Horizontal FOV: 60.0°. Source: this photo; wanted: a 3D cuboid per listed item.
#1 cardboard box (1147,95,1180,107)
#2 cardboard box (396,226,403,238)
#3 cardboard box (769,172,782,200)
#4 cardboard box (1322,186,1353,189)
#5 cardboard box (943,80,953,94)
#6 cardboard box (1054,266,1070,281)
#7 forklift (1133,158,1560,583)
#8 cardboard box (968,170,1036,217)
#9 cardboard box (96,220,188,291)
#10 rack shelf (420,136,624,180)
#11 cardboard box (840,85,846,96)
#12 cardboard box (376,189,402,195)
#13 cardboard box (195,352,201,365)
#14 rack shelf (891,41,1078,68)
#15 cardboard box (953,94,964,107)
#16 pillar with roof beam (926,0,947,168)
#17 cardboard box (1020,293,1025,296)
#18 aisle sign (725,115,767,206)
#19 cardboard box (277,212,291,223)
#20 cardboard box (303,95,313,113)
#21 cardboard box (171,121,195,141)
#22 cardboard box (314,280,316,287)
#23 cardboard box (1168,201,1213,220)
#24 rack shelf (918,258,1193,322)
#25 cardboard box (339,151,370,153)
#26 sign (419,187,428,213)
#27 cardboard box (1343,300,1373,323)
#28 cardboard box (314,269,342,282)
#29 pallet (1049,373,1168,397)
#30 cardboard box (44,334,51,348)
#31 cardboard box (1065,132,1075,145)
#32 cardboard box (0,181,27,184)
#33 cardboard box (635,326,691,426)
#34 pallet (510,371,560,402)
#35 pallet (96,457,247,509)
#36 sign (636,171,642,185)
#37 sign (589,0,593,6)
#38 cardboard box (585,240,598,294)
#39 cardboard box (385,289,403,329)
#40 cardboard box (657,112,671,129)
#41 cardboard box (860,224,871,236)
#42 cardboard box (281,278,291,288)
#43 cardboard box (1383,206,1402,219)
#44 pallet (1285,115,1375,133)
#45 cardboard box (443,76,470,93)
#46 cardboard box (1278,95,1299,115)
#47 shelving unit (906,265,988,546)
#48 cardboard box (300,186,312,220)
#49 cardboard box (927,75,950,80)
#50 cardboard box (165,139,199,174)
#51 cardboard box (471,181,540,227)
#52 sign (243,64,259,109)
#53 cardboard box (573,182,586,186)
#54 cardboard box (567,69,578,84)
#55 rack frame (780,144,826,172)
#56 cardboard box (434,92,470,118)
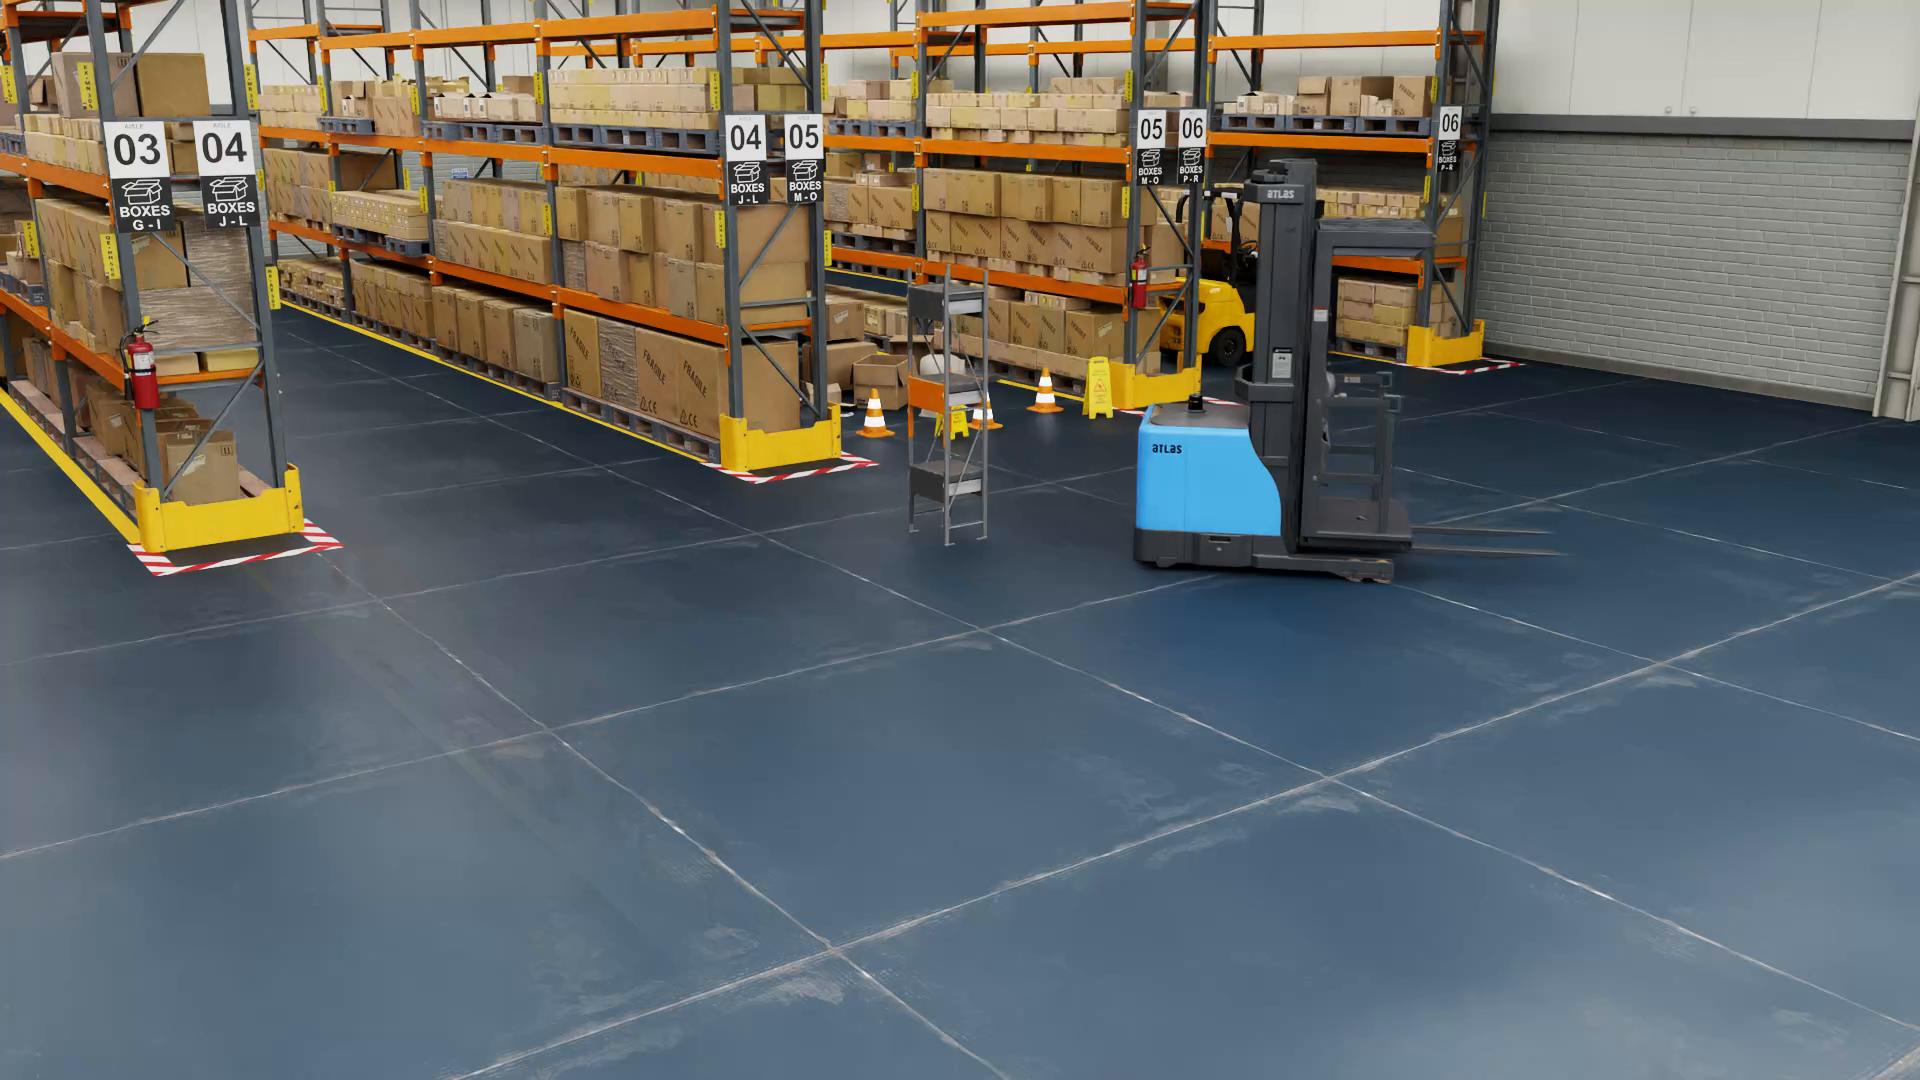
[{"bbox_3d":[2.195,-4.809,18.249,0.380,0.149,0.250,-11,19,-35],"label":"cardboard box"},{"bbox_3d":[-7.216,-4.078,21.976,0.380,0.149,0.250,-11,19,-35],"label":"cardboard box"},{"bbox_3d":[-2.981,-5.300,24.675,0.500,0.500,0.500,-11,19,-36],"label":"cardboard box"},{"bbox_3d":[5.182,-4.763,22.814,0.380,0.149,0.250,-10,18,-33],"label":"cardboard box"},{"bbox_3d":[-0.434,-5.956,22.013,0.500,0.250,0.500,-11,19,-36],"label":"cardboard box"},{"bbox_3d":[1.298,-3.062,19.058,0.380,0.149,0.250,-10,18,-34],"label":"cardboard box"},{"bbox_3d":[2.851,-1.255,12.110,3.031,2.935,1.130,3,16,10],"label":"forklift"},{"bbox_3d":[0.526,-4.168,19.976,0.700,0.500,0.500,-11,19,-36],"label":"cardboard box"},{"bbox_3d":[-6.300,-2.206,12.808,0.500,0.500,0.500,-11,19,-35],"label":"cardboard box"},{"bbox_3d":[-5.234,-4.583,19.818,1.077,0.370,4.000,-11,19,-35],"label":"rack shelf"},{"bbox_3d":[-1.892,-8.371,31.071,0.500,0.250,0.500,-10,18,-34],"label":"cardboard box"},{"bbox_3d":[-8.368,-5.077,24.497,0.380,0.149,0.250,-10,18,-32],"label":"cardboard box"},{"bbox_3d":[-5.883,-1.486,13.300,0.380,0.149,0.250,-11,19,-35],"label":"cardboard box"},{"bbox_3d":[0.372,-8.252,28.299,1.077,0.370,4.000,-11,19,-35],"label":"rack shelf"},{"bbox_3d":[0.133,-5.329,20.148,0.380,0.149,0.250,-12,19,-36],"label":"cardboard box"},{"bbox_3d":[-3.967,-8.839,28.325,9.100,9.000,0.400,-11,19,-35],"label":"pillar with roof beam"},{"bbox_3d":[1.053,-2.782,20.550,0.500,0.500,0.500,-10,18,-32],"label":"cardboard box"},{"bbox_3d":[-1.907,-3.394,14.869,0.394,0.787,0.004,-11,19,-35],"label":"aisle sign"},{"bbox_3d":[-10.890,-5.263,27.100,0.380,0.149,0.250,-12,19,-36],"label":"cardboard box"},{"bbox_3d":[-9.535,-6.552,24.986,0.500,0.250,0.500,-12,19,-37],"label":"cardboard box"},{"bbox_3d":[-5.752,-3.115,12.621,0.380,0.149,0.250,-11,19,-35],"label":"cardboard box"},{"bbox_3d":[-10.042,-4.107,26.442,0.380,0.149,0.250,-10,18,-32],"label":"cardboard box"},{"bbox_3d":[3.404,-4.851,24.454,0.500,0.250,0.500,-11,19,-36],"label":"cardboard box"},{"bbox_3d":[1.063,-3.072,19.979,1.077,0.370,4.000,-11,19,-35],"label":"rack shelf"},{"bbox_3d":[-9.418,-5.793,25.912,0.500,0.500,0.500,-10,18,-34],"label":"cardboard box"},{"bbox_3d":[-6.843,-4.344,21.222,0.100,0.325,0.005,-11,19,-35],"label":"sign"},{"bbox_3d":[5.426,-3.044,21.983,0.500,0.250,0.500,-11,19,-35],"label":"cardboard box"},{"bbox_3d":[-9.839,-4.125,25.945,0.380,0.149,0.250,-12,19,-37],"label":"cardboard box"},{"bbox_3d":[1.745,-1.842,19.405,1.003,0.211,1.213,-11,19,-35],"label":"pallet"},{"bbox_3d":[-9.743,-2.280,18.204,0.500,0.250,0.500,-8,17,-28],"label":"cardboard box"},{"bbox_3d":[1.406,-4.524,18.718,0.380,0.149,0.250,-11,19,-34],"label":"cardboard box"},{"bbox_3d":[-11.678,-4.134,20.409,0.797,0.503,0.637,-10,18,-33],"label":"cardboard box"},{"bbox_3d":[-2.677,-1.701,16.840,0.875,0.875,0.875,-11,19,-35],"label":"cardboard box"},{"bbox_3d":[-4.572,-1.864,19.486,1.003,0.211,1.213,-11,19,-35],"label":"pallet"},{"bbox_3d":[-6.984,-0.564,14.736,1.003,0.211,1.213,-11,19,-35],"label":"pallet"},{"bbox_3d":[-5.265,-5.923,27.245,0.100,0.325,0.005,-11,19,-35],"label":"sign"},{"bbox_3d":[-6.721,-9.872,30.178,0.100,0.325,0.005,-11,19,-35],"label":"sign"},{"bbox_3d":[-3.489,-2.937,17.841,0.875,0.550,0.550,-11,19,-35],"label":"cardboard box"},{"bbox_3d":[-7.634,-3.228,23.129,0.500,0.500,0.500,-12,19,-37],"label":"cardboard box"},{"bbox_3d":[-2.623,-3.959,15.668,0.380,0.149,0.250,-11,19,-34],"label":"cardboard box"},{"bbox_3d":[-1.113,-4.156,22.260,0.380,0.149,0.250,-11,19,-34],"label":"cardboard box"},{"bbox_3d":[-11.064,-4.284,27.651,0.380,0.149,0.250,-10,18,-33],"label":"cardboard box"},{"bbox_3d":[5.647,-4.204,21.337,0.380,0.149,0.250,-11,18,-34],"label":"cardboard box"},{"bbox_3d":[5.135,-5.583,22.276,1.003,0.211,1.213,-11,19,-35],"label":"pallet"},{"bbox_3d":[-6.728,-6.013,22.043,0.396,0.266,0.258,-11,19,-35],"label":"cardboard box"},{"bbox_3d":[4.527,-5.886,22.485,0.396,0.266,0.258,-11,19,-36],"label":"cardboard box"},{"bbox_3d":[-0.097,-1.048,12.928,0.431,2.100,0.503,-11,19,-35],"label":"shelving unit"},{"bbox_3d":[-9.870,-5.233,25.759,0.500,0.500,0.500,-11,19,-35],"label":"cardboard box"},{"bbox_3d":[-0.386,-8.139,29.591,0.396,0.266,0.258,-11,19,-35],"label":"cardboard box"},{"bbox_3d":[-5.851,-2.971,12.850,0.500,0.250,0.500,-10,18,-33],"label":"cardboard box"},{"bbox_3d":[-5.552,-4.126,20.385,0.700,0.500,0.500,-11,19,-35],"label":"cardboard box"},{"bbox_3d":[-5.338,-3.406,12.500,0.100,0.325,0.005,-11,19,-35],"label":"sign"},{"bbox_3d":[-6.514,-6.094,29.470,0.500,0.500,0.500,-11,19,-35],"label":"cardboard box"},{"bbox_3d":[-3.819,-4.778,17.149,0.380,0.149,0.250,-11,19,-35],"label":"cardboard box"},{"bbox_3d":[-3.156,-7.179,33.625,1.000,3.000,0.127,-11,19,-35],"label":"rack frame"},{"bbox_3d":[-6.162,-5.376,20.537,0.500,0.311,0.500,-11,19,-34],"label":"cardboard box"}]
